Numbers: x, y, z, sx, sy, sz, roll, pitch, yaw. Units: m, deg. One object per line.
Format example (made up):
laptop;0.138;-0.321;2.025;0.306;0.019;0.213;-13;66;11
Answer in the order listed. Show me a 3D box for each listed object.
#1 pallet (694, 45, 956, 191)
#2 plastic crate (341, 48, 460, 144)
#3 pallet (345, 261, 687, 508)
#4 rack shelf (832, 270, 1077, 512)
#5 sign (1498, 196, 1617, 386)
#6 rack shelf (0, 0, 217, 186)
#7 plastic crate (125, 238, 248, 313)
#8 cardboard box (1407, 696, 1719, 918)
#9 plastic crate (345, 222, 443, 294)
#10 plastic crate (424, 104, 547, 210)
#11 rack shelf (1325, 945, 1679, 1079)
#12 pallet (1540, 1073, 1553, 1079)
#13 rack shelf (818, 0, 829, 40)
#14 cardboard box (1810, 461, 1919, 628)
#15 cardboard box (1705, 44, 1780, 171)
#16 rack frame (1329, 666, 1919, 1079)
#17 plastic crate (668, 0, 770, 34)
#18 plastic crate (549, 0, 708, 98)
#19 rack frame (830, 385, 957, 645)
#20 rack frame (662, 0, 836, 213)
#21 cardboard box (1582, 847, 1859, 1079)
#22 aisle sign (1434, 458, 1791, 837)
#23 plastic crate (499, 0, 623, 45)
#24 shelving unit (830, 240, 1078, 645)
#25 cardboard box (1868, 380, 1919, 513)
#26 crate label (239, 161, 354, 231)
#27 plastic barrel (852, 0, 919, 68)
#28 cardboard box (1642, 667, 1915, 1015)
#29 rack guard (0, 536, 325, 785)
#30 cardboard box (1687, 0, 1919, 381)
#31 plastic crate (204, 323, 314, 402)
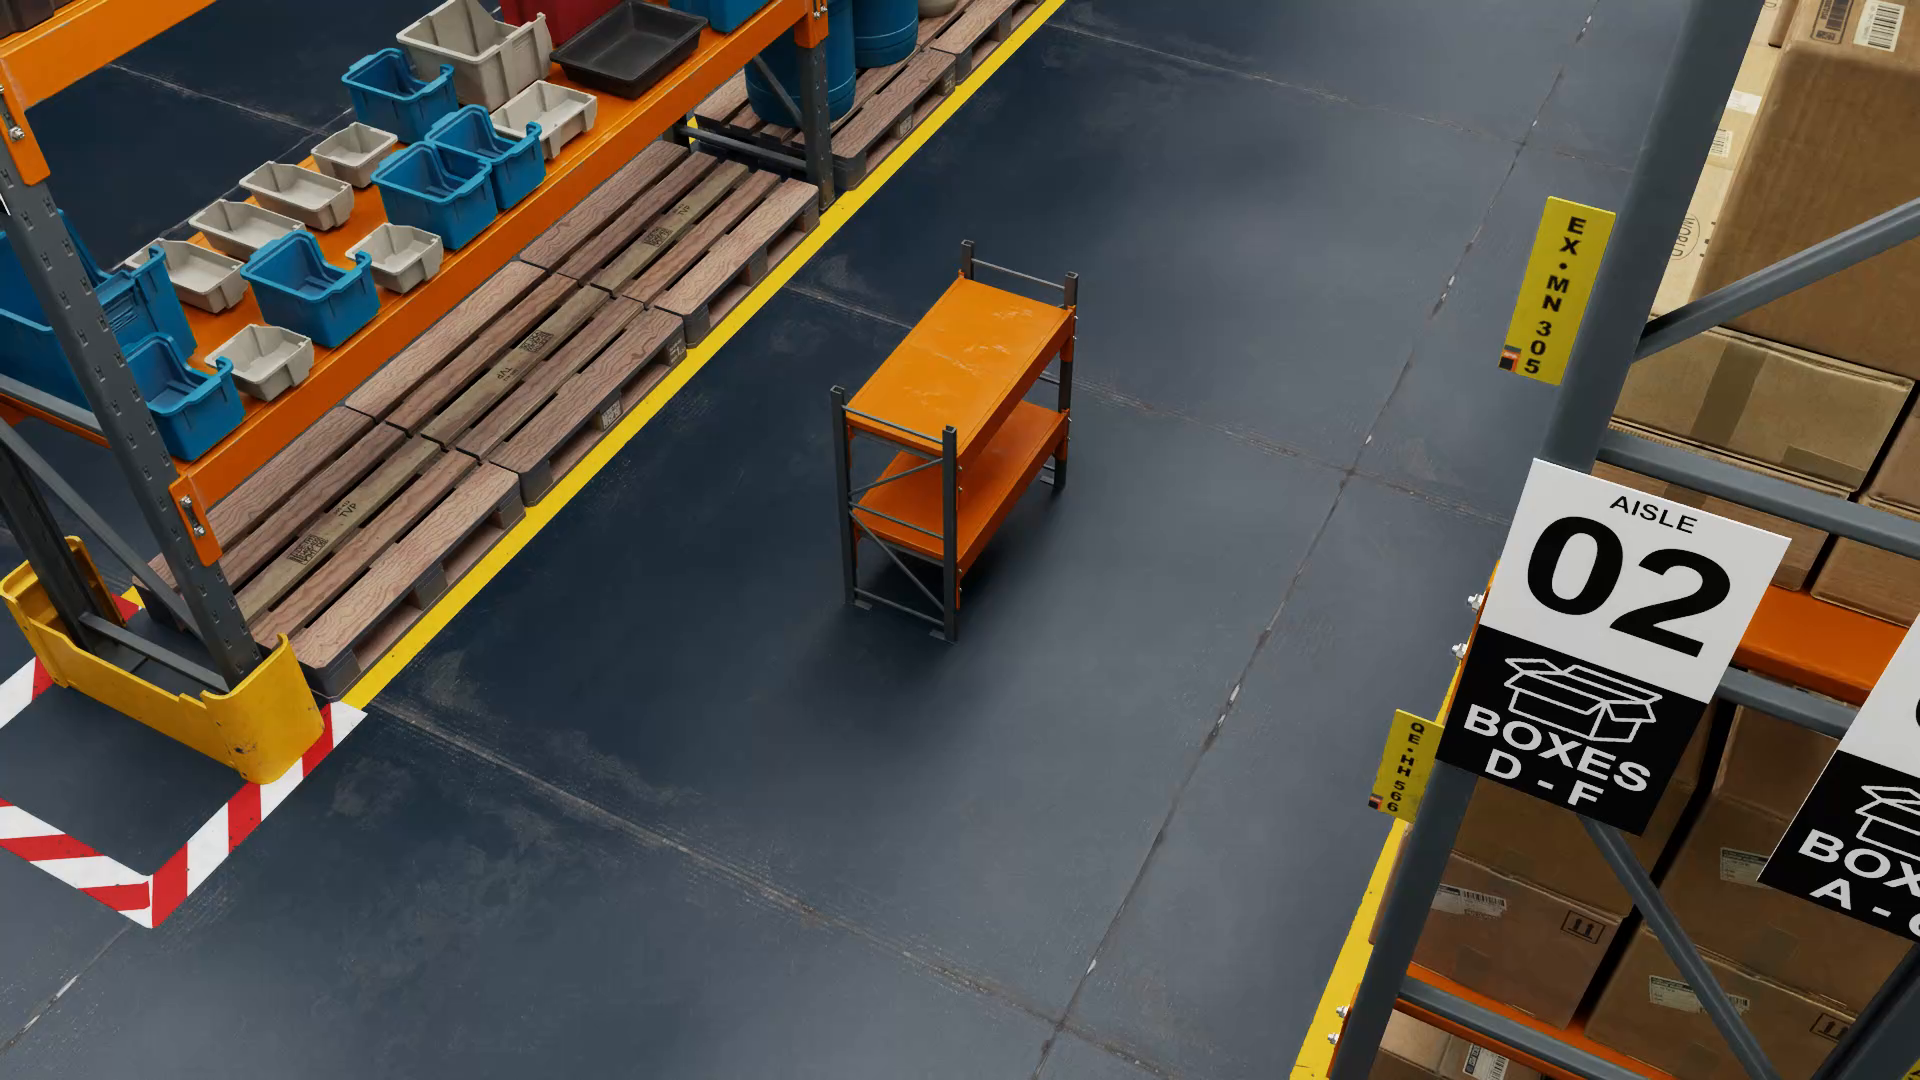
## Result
pallet;-0.735;-2.467;9.319;1.003;0.211;1.213;20;49;19
plastic crate;-2.261;-1.795;6.771;0.416;0.233;0.300;20;49;19
pallet;-2.003;-0.747;7.619;1.003;0.211;1.213;20;49;19
rack shelf;-0.003;-0.597;6.417;0.538;0.278;1.000;20;49;19
sign;0.916;-0.378;2.563;0.100;0.325;0.005;20;49;19
rack shelf;-2.059;-2.516;5.804;1.077;0.370;4.000;20;49;19
plastic crate;-2.769;-0.956;6.009;0.396;0.136;0.243;20;49;19
cardboard box;1.361;0.425;3.727;0.500;0.500;0.500;20;49;19
plastic crate;-2.044;-1.032;6.084;0.250;0.136;0.298;20;49;19
plastic crate;-1.830;-1.482;6.461;0.416;0.233;0.300;20;49;19
rack shelf;2.327;0.176;5.253;1.077;0.370;4.000;20;49;19
pallet;1.803;1.613;5.287;1.003;0.211;1.213;20;49;19
rack shelf;-0.202;-3.981;9.362;1.077;0.370;4.000;20;49;19
cardboard box;1.862;-0.058;2.975;0.500;0.250;0.500;20;49;19
cardboard box;1.643;-0.717;3.275;0.500;0.250;0.500;20;49;19
rack frame;1.398;1.183;3.751;1.000;3.000;0.127;20;49;19
plastic crate;-1.045;-2.583;7.443;0.392;0.384;0.575;20;49;19
plastic crate;-1.412;-2.105;7.153;0.437;0.125;0.590;20;49;19
rack frame;-0.239;-0.071;6.309;0.500;1.125;0.032;20;49;19
rack frame;-1.130;-2.974;7.861;1.000;3.000;0.127;20;49;19
cardboard box;1.838;0.956;3.906;0.500;0.500;0.500;21;49;20
aisle sign;1.095;0.211;2.884;0.394;0.787;0.004;20;49;19
plastic crate;-1.767;-2.538;7.342;0.402;0.464;0.583;20;49;19
shelving unit;-0.003;-0.391;6.626;0.538;1.125;1.048;20;49;19
cardboard box;1.867;-0.232;2.795;0.500;0.250;0.500;20;49;19
crate label;-2.514;-1.318;6.367;0.396;0.136;0.243;20;49;19
plastic barrel;-0.534;-3.168;9.232;0.600;0.901;0.708;20;49;19
cardboard box;1.838;0.604;3.551;0.500;0.500;0.500;22;49;20
rack guard;-2.987;0.444;6.240;1.175;0.500;0.348;20;49;19
cardboard box;1.622;-0.587;2.619;0.700;0.500;0.500;20;49;19
plastic crate;-2.359;-0.604;5.662;0.250;0.136;0.298;20;49;19
